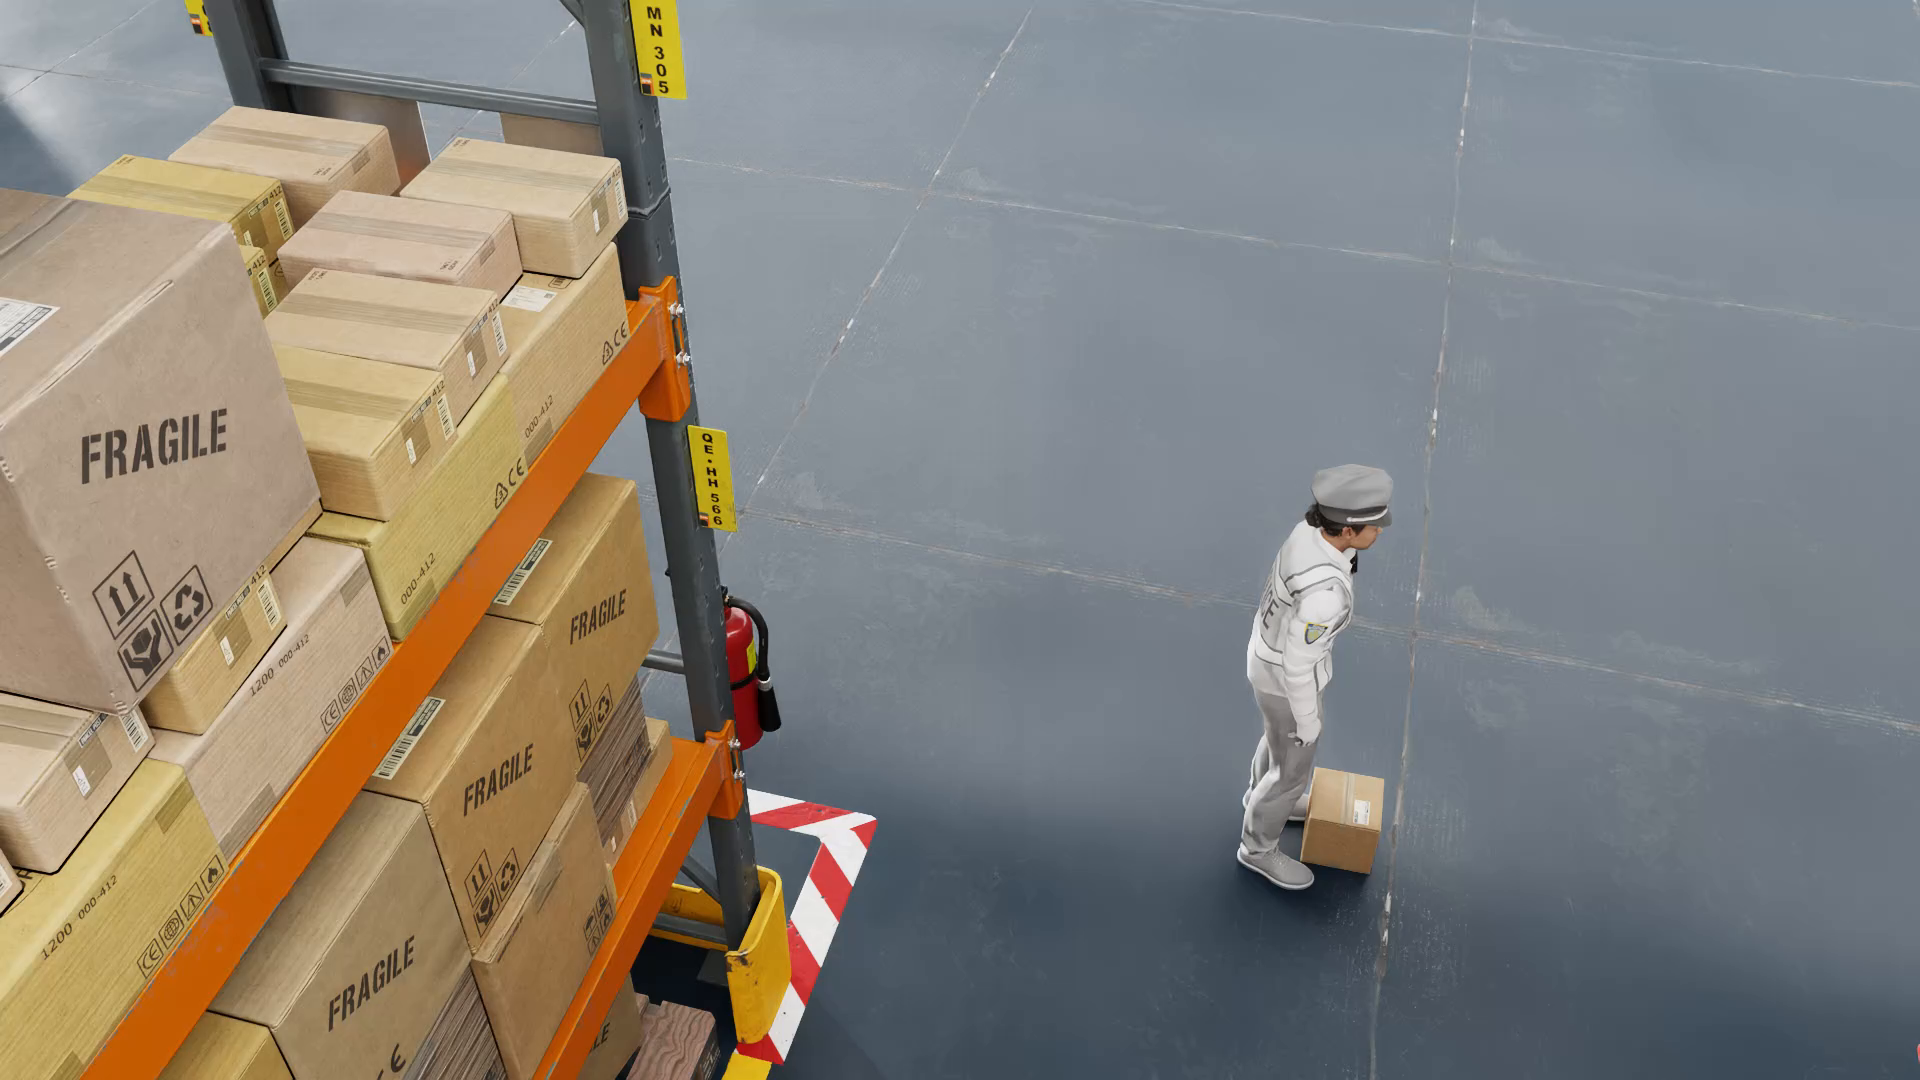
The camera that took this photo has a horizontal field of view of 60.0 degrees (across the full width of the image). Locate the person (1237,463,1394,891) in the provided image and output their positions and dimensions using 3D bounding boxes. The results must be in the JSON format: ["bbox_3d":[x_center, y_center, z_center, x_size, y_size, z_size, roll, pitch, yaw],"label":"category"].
[{"bbox_3d":[1.159,0.451,5.642,0.376,1.662,0.543,8,42,9],"label":"person"}]
